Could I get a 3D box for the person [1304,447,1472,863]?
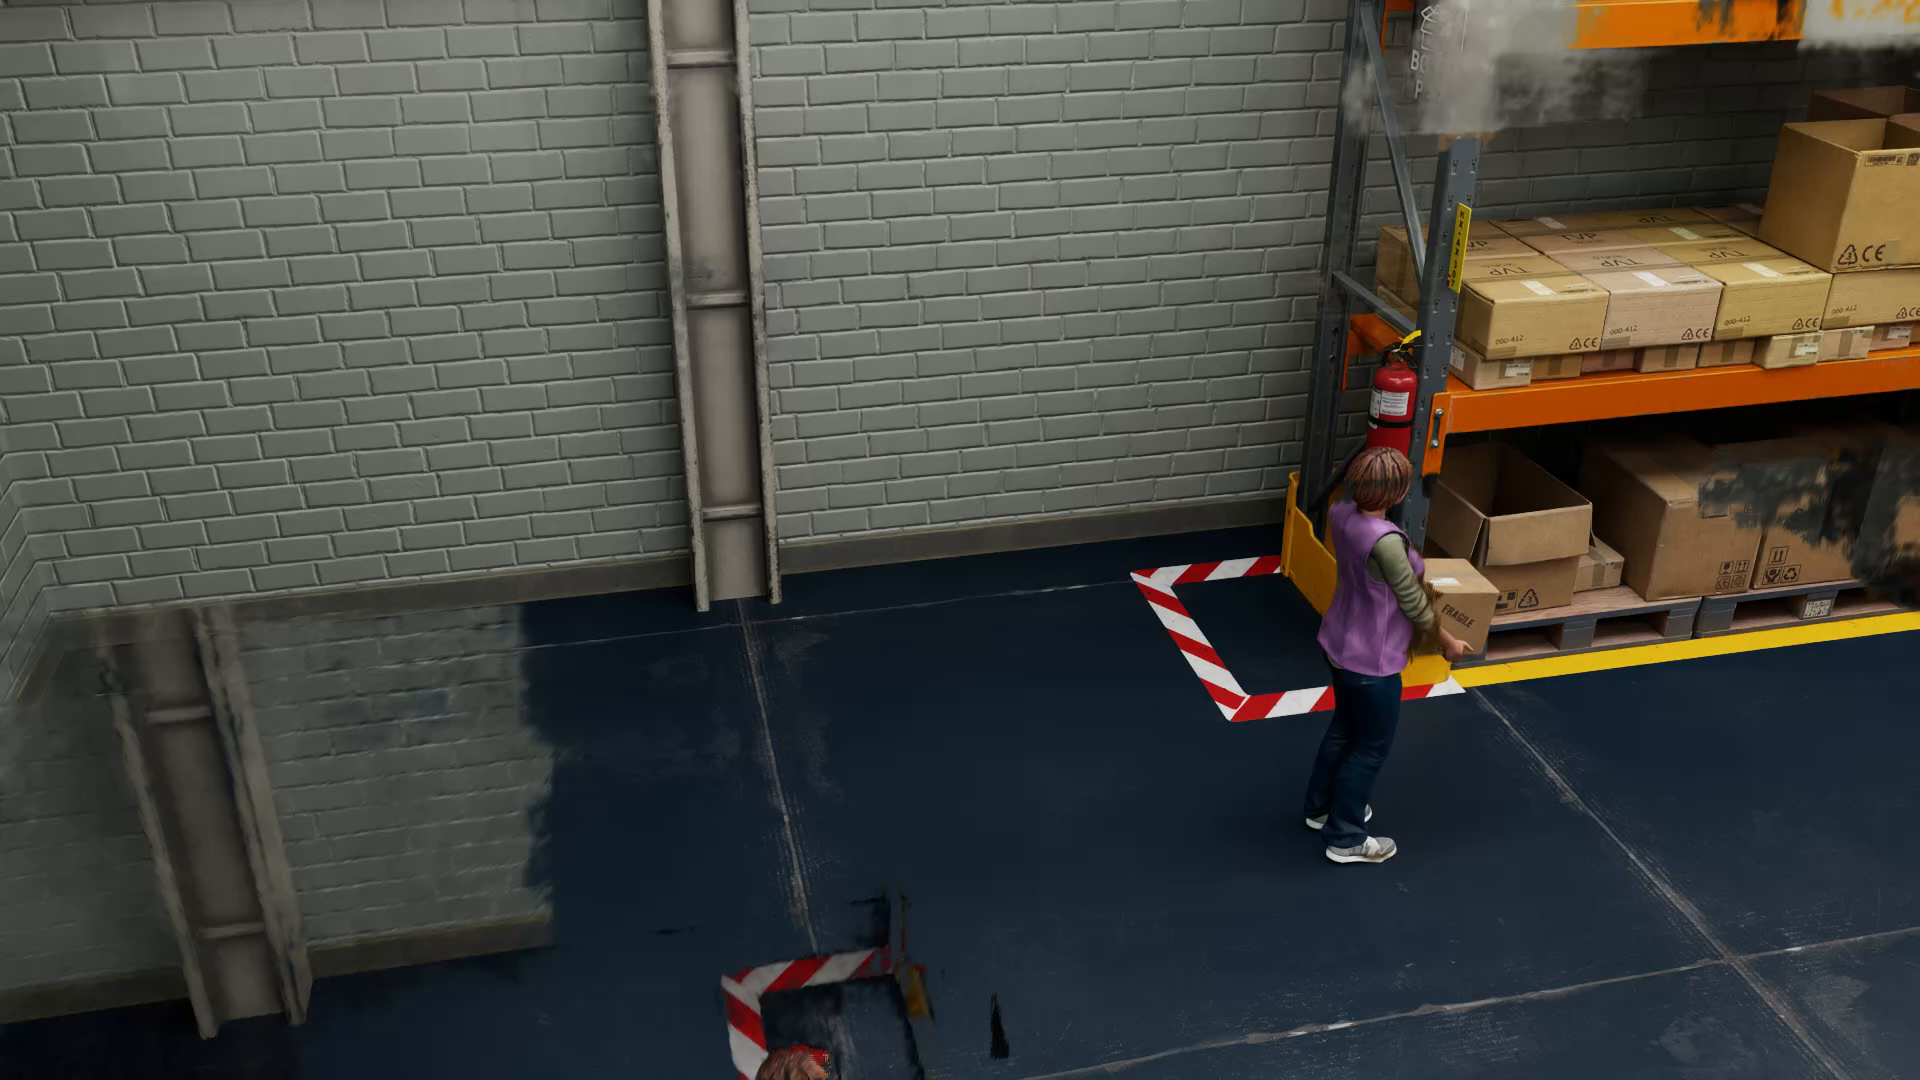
[{"bbox_3d":[1.501,0.397,5.860,0.492,1.589,0.405,-6,28,-11],"label":"person"}]
